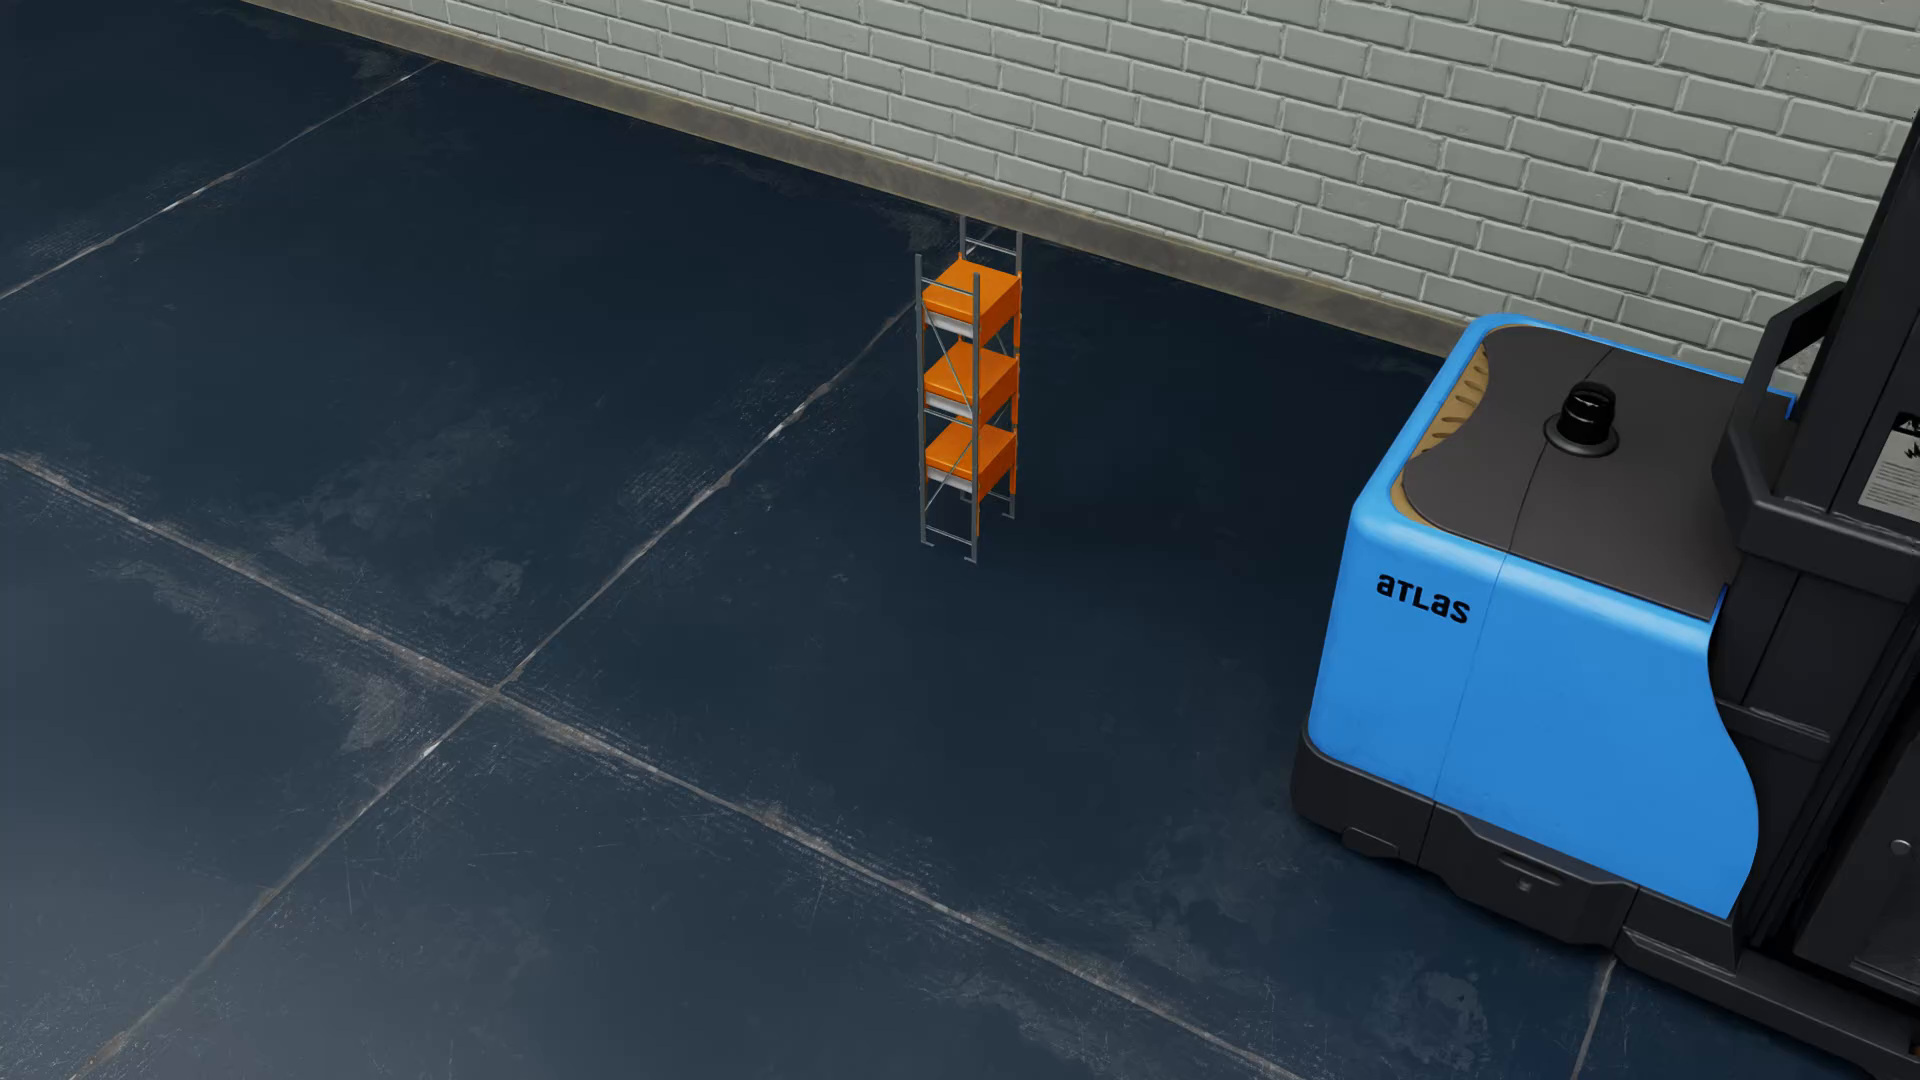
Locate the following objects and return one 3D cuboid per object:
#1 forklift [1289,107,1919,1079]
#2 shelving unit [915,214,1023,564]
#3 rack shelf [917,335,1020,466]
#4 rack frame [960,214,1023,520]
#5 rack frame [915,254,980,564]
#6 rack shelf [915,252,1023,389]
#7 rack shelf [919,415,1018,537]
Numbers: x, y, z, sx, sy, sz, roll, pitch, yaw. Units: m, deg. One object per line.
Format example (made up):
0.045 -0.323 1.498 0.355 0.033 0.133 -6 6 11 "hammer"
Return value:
2.399 -0.137 3.188 3.031 2.935 1.130 21 46 22 "forklift"
0.027 -0.425 4.938 0.215 1.050 0.252 21 45 22 "shelving unit"
0.027 -0.417 4.945 0.215 0.259 0.240 21 45 22 "rack shelf"
0.088 -0.494 5.017 0.200 1.050 0.008 21 45 22 "rack frame"
-0.034 -0.355 4.859 0.200 1.050 0.008 21 45 22 "rack frame"
0.027 -0.630 4.757 0.215 0.259 0.240 21 45 22 "rack shelf"
0.027 -0.208 5.128 0.215 0.259 0.240 21 45 22 "rack shelf"
